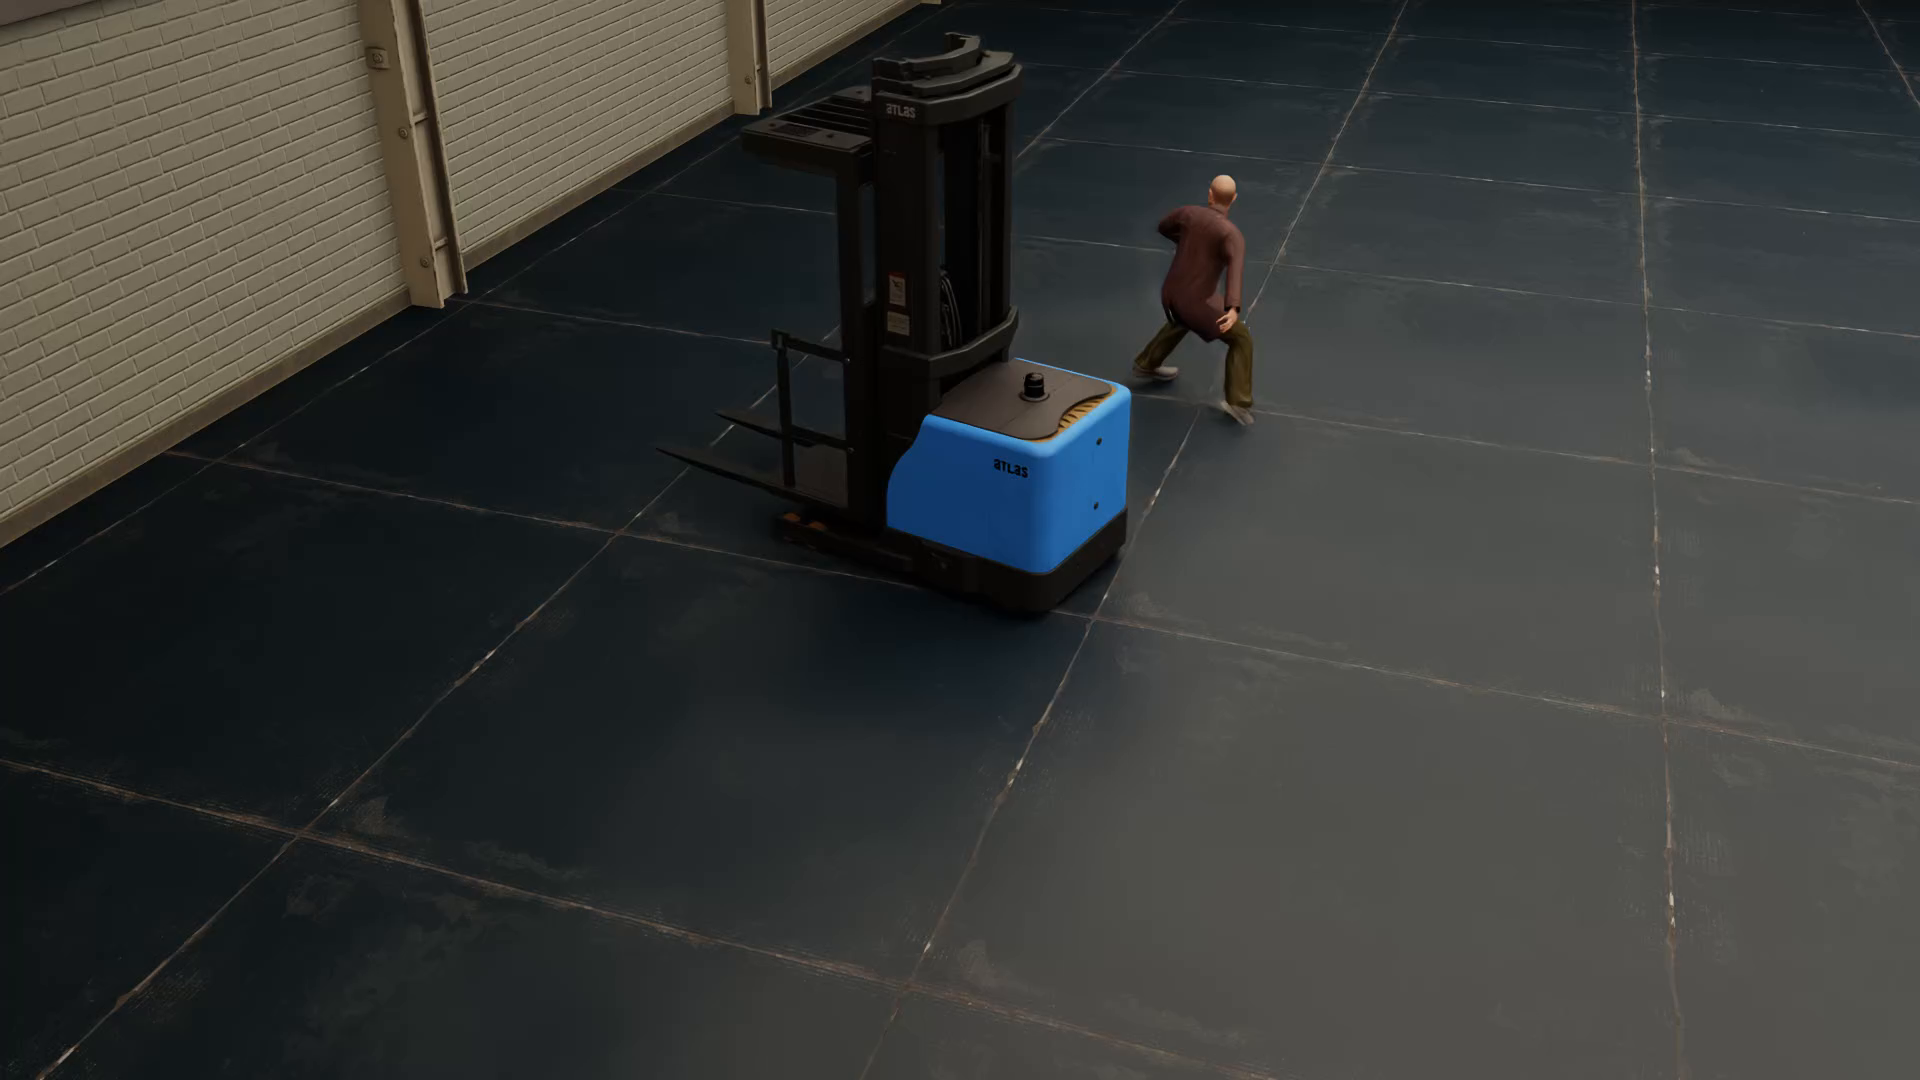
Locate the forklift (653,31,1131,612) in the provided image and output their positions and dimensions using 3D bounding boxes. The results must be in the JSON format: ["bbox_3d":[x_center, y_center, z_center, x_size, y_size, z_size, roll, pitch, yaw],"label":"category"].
[{"bbox_3d":[-0.526,-1.417,9.622,3.031,2.935,1.130,18,34,28],"label":"forklift"}]

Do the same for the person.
[{"bbox_3d":[1.697,-1.634,11.459,0.614,1.731,1.118,-16,33,-25],"label":"person"}]
